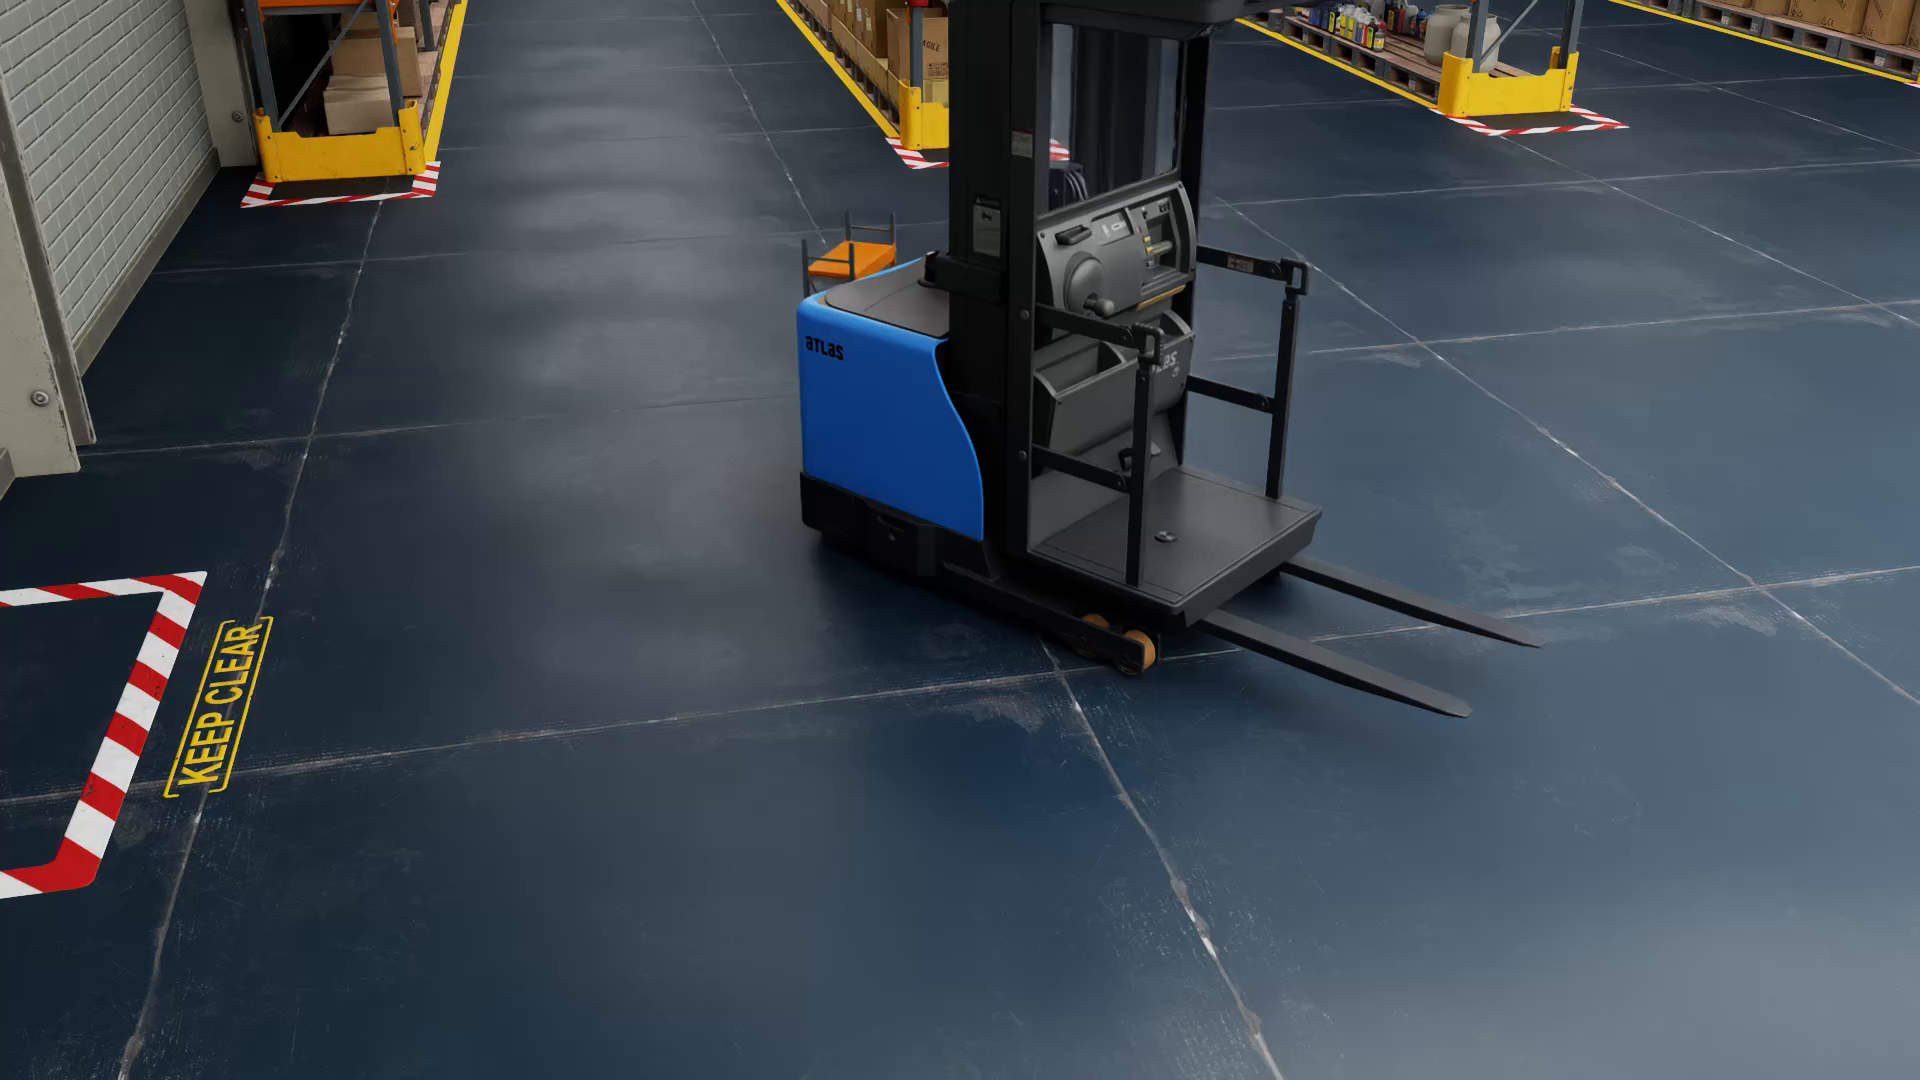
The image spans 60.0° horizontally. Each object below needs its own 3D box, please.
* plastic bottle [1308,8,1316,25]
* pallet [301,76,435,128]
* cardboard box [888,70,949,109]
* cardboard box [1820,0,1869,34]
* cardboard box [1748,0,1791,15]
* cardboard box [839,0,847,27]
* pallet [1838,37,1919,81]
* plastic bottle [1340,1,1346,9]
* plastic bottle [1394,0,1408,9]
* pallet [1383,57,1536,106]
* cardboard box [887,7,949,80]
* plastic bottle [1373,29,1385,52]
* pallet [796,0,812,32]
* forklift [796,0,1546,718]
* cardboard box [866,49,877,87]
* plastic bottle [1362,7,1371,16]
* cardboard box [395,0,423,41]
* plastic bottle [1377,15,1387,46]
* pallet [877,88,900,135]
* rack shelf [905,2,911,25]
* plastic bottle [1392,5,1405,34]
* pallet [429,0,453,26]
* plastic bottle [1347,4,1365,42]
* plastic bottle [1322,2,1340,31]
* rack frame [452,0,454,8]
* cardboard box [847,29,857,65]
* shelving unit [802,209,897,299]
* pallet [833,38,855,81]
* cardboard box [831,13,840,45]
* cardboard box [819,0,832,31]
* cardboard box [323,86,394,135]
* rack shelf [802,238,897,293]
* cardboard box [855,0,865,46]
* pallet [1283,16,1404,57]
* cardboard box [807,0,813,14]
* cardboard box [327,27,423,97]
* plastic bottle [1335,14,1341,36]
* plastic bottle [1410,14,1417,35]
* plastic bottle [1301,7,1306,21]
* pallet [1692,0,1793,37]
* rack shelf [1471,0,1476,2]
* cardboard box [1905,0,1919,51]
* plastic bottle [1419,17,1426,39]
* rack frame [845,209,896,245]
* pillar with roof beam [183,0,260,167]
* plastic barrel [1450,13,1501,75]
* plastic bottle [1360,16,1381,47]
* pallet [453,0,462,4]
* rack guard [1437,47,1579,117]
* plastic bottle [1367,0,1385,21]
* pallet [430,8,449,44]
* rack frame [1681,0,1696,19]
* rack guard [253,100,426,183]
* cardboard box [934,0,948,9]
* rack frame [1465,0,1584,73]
[{"bbox_3d":[3.762,-5.568,17.487,0.152,0.276,0.135,-5,27,-10],"label":"plastic bottle"},{"bbox_3d":[-5.170,-3.832,14.609,1.003,0.211,1.213,-6,27,-12],"label":"pallet"},{"bbox_3d":[-0.316,-3.819,14.073,0.500,0.250,0.500,-6,27,-12],"label":"cardboard box"},{"bbox_3d":[9.330,-5.541,17.207,0.500,0.500,0.500,-3,27,-7],"label":"cardboard box"},{"bbox_3d":[9.031,-6.055,18.226,0.500,0.500,0.500,2,27,5],"label":"cardboard box"},{"bbox_3d":[-0.889,-5.250,16.077,0.500,0.500,0.500,-6,27,-12],"label":"cardboard box"},{"bbox_3d":[9.579,-4.807,16.539,1.003,0.211,1.213,-6,27,-12],"label":"pallet"},{"bbox_3d":[3.946,-5.442,17.242,0.097,0.271,0.097,0,27,0],"label":"plastic bottle"},{"bbox_3d":[4.560,-5.445,17.161,0.144,0.351,0.185,-6,27,-12],"label":"plastic bottle"},{"bbox_3d":[4.678,-4.296,15.527,1.003,0.211,1.213,-6,27,-12],"label":"pallet"},{"bbox_3d":[-0.318,-4.154,13.904,0.500,0.500,0.500,-6,27,-12],"label":"cardboard box"},{"bbox_3d":[4.078,-4.864,16.175,0.097,0.201,0.097,0,27,0],"label":"plastic bottle"},{"bbox_3d":[-1.292,-6.021,18.945,1.003,0.211,1.213,-6,27,-12],"label":"pallet"},{"bbox_3d":[0.759,-1.070,6.118,3.031,2.935,1.130,21,34,35],"label":"forklift"},{"bbox_3d":[-0.555,-4.257,14.940,0.500,0.250,0.500,-6,27,-12],"label":"cardboard box"},{"bbox_3d":[4.072,-5.252,16.860,0.152,0.276,0.135,-6,27,-12],"label":"plastic bottle"},{"bbox_3d":[-5.817,-5.307,16.721,0.700,0.500,0.500,-5,27,-10],"label":"cardboard box"},{"bbox_3d":[4.152,-5.025,16.403,0.061,0.283,0.133,-6,27,-12],"label":"plastic bottle"},{"bbox_3d":[-0.121,-3.740,14.426,1.003,0.211,1.213,-6,27,-12],"label":"pallet"},{"bbox_3d":[-0.358,-5.211,15.043,1.077,0.370,4.000,-6,27,-12],"label":"rack shelf"},{"bbox_3d":[4.489,-5.333,17.012,0.061,0.283,0.133,-6,27,-12],"label":"plastic bottle"},{"bbox_3d":[-6.361,-6.073,19.048,1.003,0.211,1.213,-6,27,-12],"label":"pallet"},{"bbox_3d":[3.976,-5.177,16.630,0.144,0.351,0.185,-5,27,-9],"label":"plastic bottle"},{"bbox_3d":[3.838,-5.446,17.162,0.144,0.351,0.185,-7,28,-14],"label":"plastic bottle"},{"bbox_3d":[-6.536,-7.661,19.100,1.000,3.000,0.127,-6,27,-12],"label":"rack frame"},{"bbox_3d":[-0.785,-4.695,15.809,0.500,0.250,0.500,-6,27,-12],"label":"cardboard box"},{"bbox_3d":[-0.487,-0.849,7.601,0.258,1.200,0.503,9,28,17],"label":"shelving unit"},{"bbox_3d":[-0.671,-4.812,16.548,1.003,0.211,1.213,-6,27,-12],"label":"pallet"},{"bbox_3d":[-1.000,-5.135,16.681,0.500,0.250,0.500,-6,27,-12],"label":"cardboard box"},{"bbox_3d":[-1.185,-5.522,17.448,0.500,0.250,0.500,-6,27,-12],"label":"cardboard box"},{"bbox_3d":[-4.801,-3.458,13.268,0.500,0.311,0.500,-9,28,-17],"label":"cardboard box"},{"bbox_3d":[-0.487,-1.200,7.424,0.258,0.148,0.480,9,28,17],"label":"rack shelf"},{"bbox_3d":[-0.669,-4.811,15.206,0.500,0.500,0.500,-6,27,-12],"label":"cardboard box"},{"bbox_3d":[4.128,-5.367,17.649,1.003,0.211,1.213,-6,27,-12],"label":"pallet"},{"bbox_3d":[-1.413,-5.969,18.333,0.500,0.250,0.500,-5,27,-10],"label":"cardboard box"},{"bbox_3d":[-5.046,-4.120,14.369,0.700,0.500,0.500,-8,28,-15],"label":"cardboard box"},{"bbox_3d":[3.879,-5.252,16.944,0.097,0.201,0.097,0,27,0],"label":"plastic bottle"},{"bbox_3d":[4.646,-5.258,16.956,0.097,0.201,0.097,0,27,0],"label":"plastic bottle"},{"bbox_3d":[3.685,-5.629,17.691,0.097,0.201,0.097,0,27,0],"label":"plastic bottle"},{"bbox_3d":[9.029,-5.878,18.661,1.003,0.211,1.213,-6,27,-12],"label":"pallet"},{"bbox_3d":[4.468,-5.712,16.036,1.077,0.370,4.000,-6,27,-12],"label":"rack shelf"},{"bbox_3d":[9.620,-5.005,16.146,0.500,0.500,0.500,-1,27,-2],"label":"cardboard box"},{"bbox_3d":[4.692,-5.168,16.777,0.097,0.201,0.097,0,27,0],"label":"plastic bottle"},{"bbox_3d":[-0.409,-0.954,7.808,0.240,1.200,0.015,9,28,17],"label":"rack frame"},{"bbox_3d":[-1.539,-7.484,12.091,9.100,9.000,0.400,-6,27,-12],"label":"pillar with roof beam"},{"bbox_3d":[4.696,-4.513,15.158,0.421,0.512,0.421,0,27,0],"label":"plastic barrel"},{"bbox_3d":[4.048,-5.011,16.383,0.152,0.276,0.135,-6,27,-11],"label":"plastic bottle"},{"bbox_3d":[-6.640,-6.770,20.429,1.003,0.211,1.213,-6,27,-12],"label":"pallet"},{"bbox_3d":[4.856,-4.068,14.754,1.175,0.500,0.348,-6,27,-12],"label":"rack guard"},{"bbox_3d":[4.348,-5.528,17.407,0.152,0.276,0.135,-6,27,-12],"label":"plastic bottle"},{"bbox_3d":[-6.090,-5.539,17.989,1.003,0.211,1.213,-6,27,-12],"label":"pallet"},{"bbox_3d":[8.843,-7.414,18.610,1.000,3.000,0.127,-6,27,-12],"label":"rack frame"},{"bbox_3d":[-4.750,-3.067,12.771,1.175,0.500,0.348,-6,27,-12],"label":"rack guard"},{"bbox_3d":[0.074,-4.426,14.443,0.500,0.500,0.500,-6,27,-12],"label":"cardboard box"},{"bbox_3d":[4.919,-5.155,14.135,1.000,3.000,0.127,-6,27,-12],"label":"rack frame"}]
